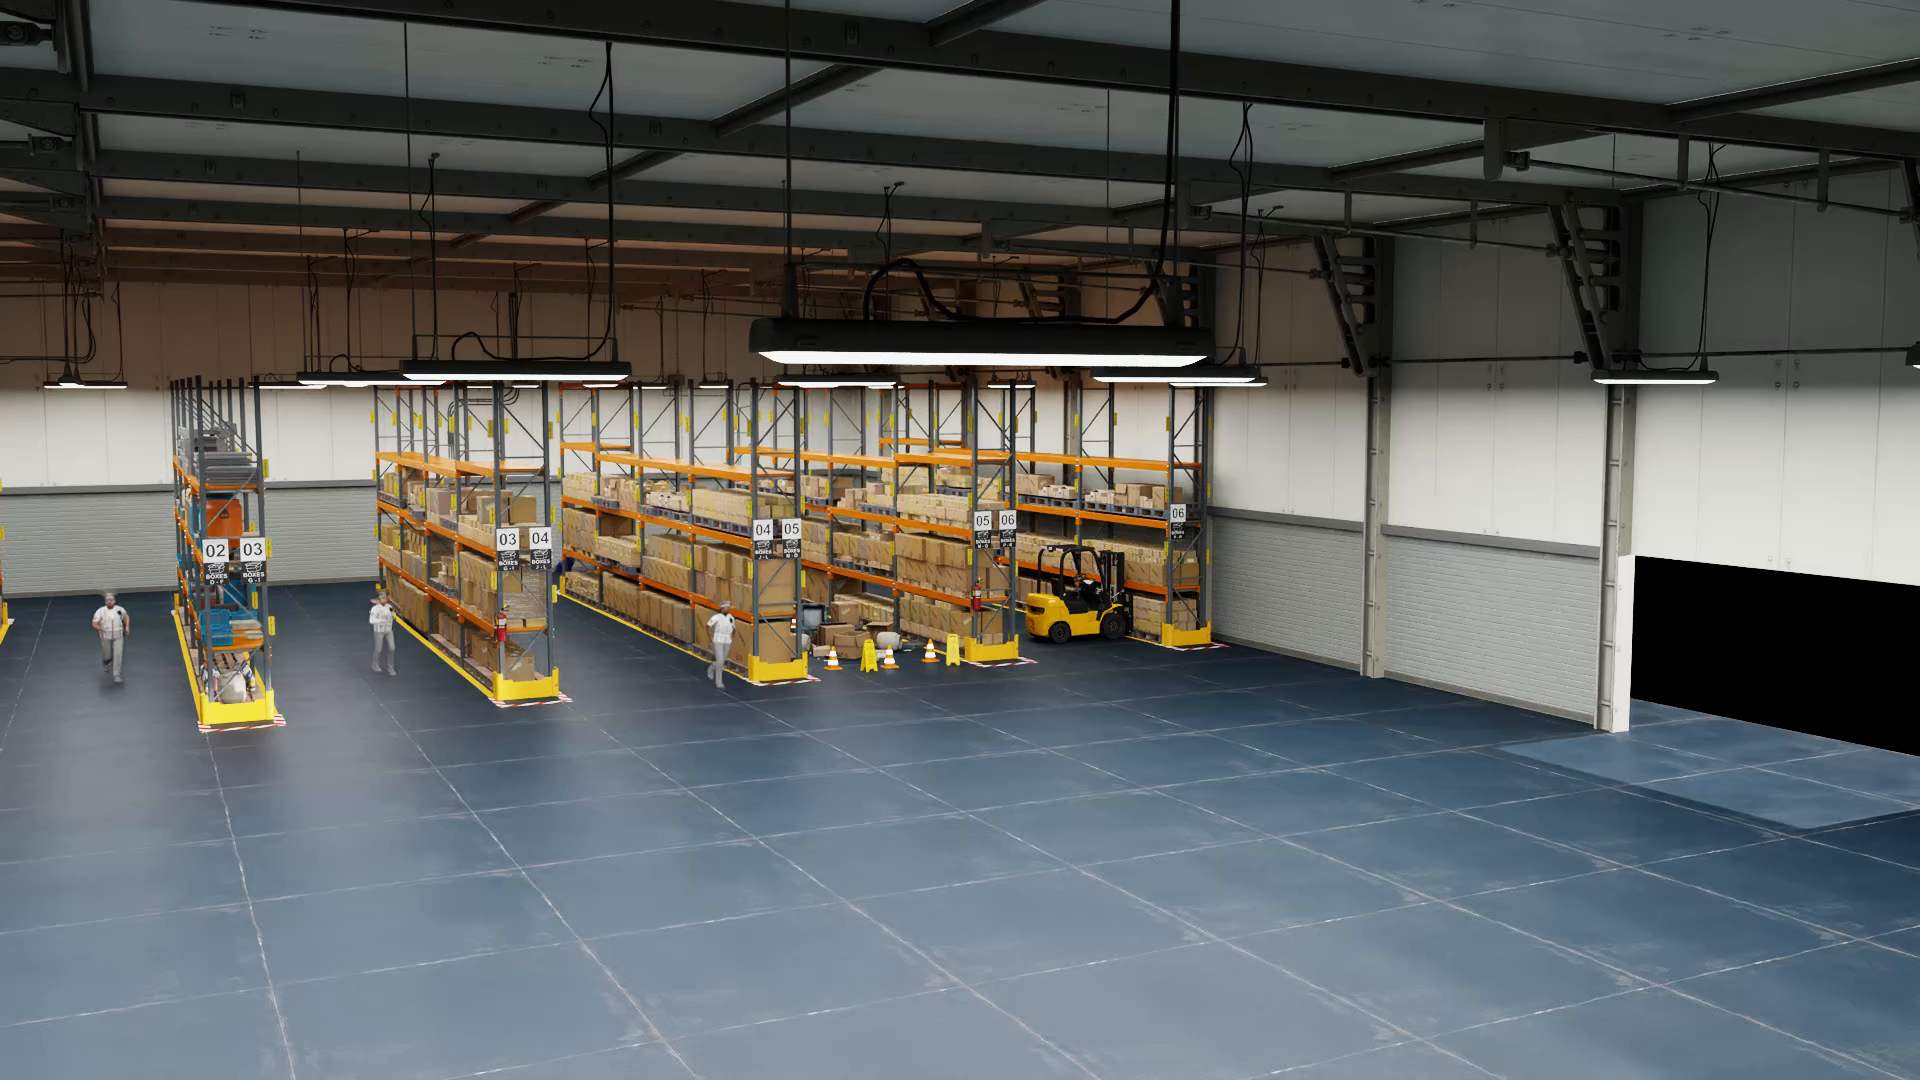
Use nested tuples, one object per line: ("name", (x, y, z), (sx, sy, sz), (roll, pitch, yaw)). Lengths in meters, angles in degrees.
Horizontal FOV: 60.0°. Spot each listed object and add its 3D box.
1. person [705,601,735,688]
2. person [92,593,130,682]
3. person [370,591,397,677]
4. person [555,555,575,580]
("person", (-4.670, 2.019, 32.560), (0.611, 1.679, 0.808), (-4, 6, -37))
("person", (-16.806, 1.913, 32.976), (0.678, 1.747, 0.992), (-3, 6, -33))
("person", (-11.677, 1.890, 33.651), (0.557, 1.737, 0.816), (-4, 6, -37))
("person", (-11.524, 0.615, 48.605), (0.549, 1.584, 0.640), (-2, 6, -25))
